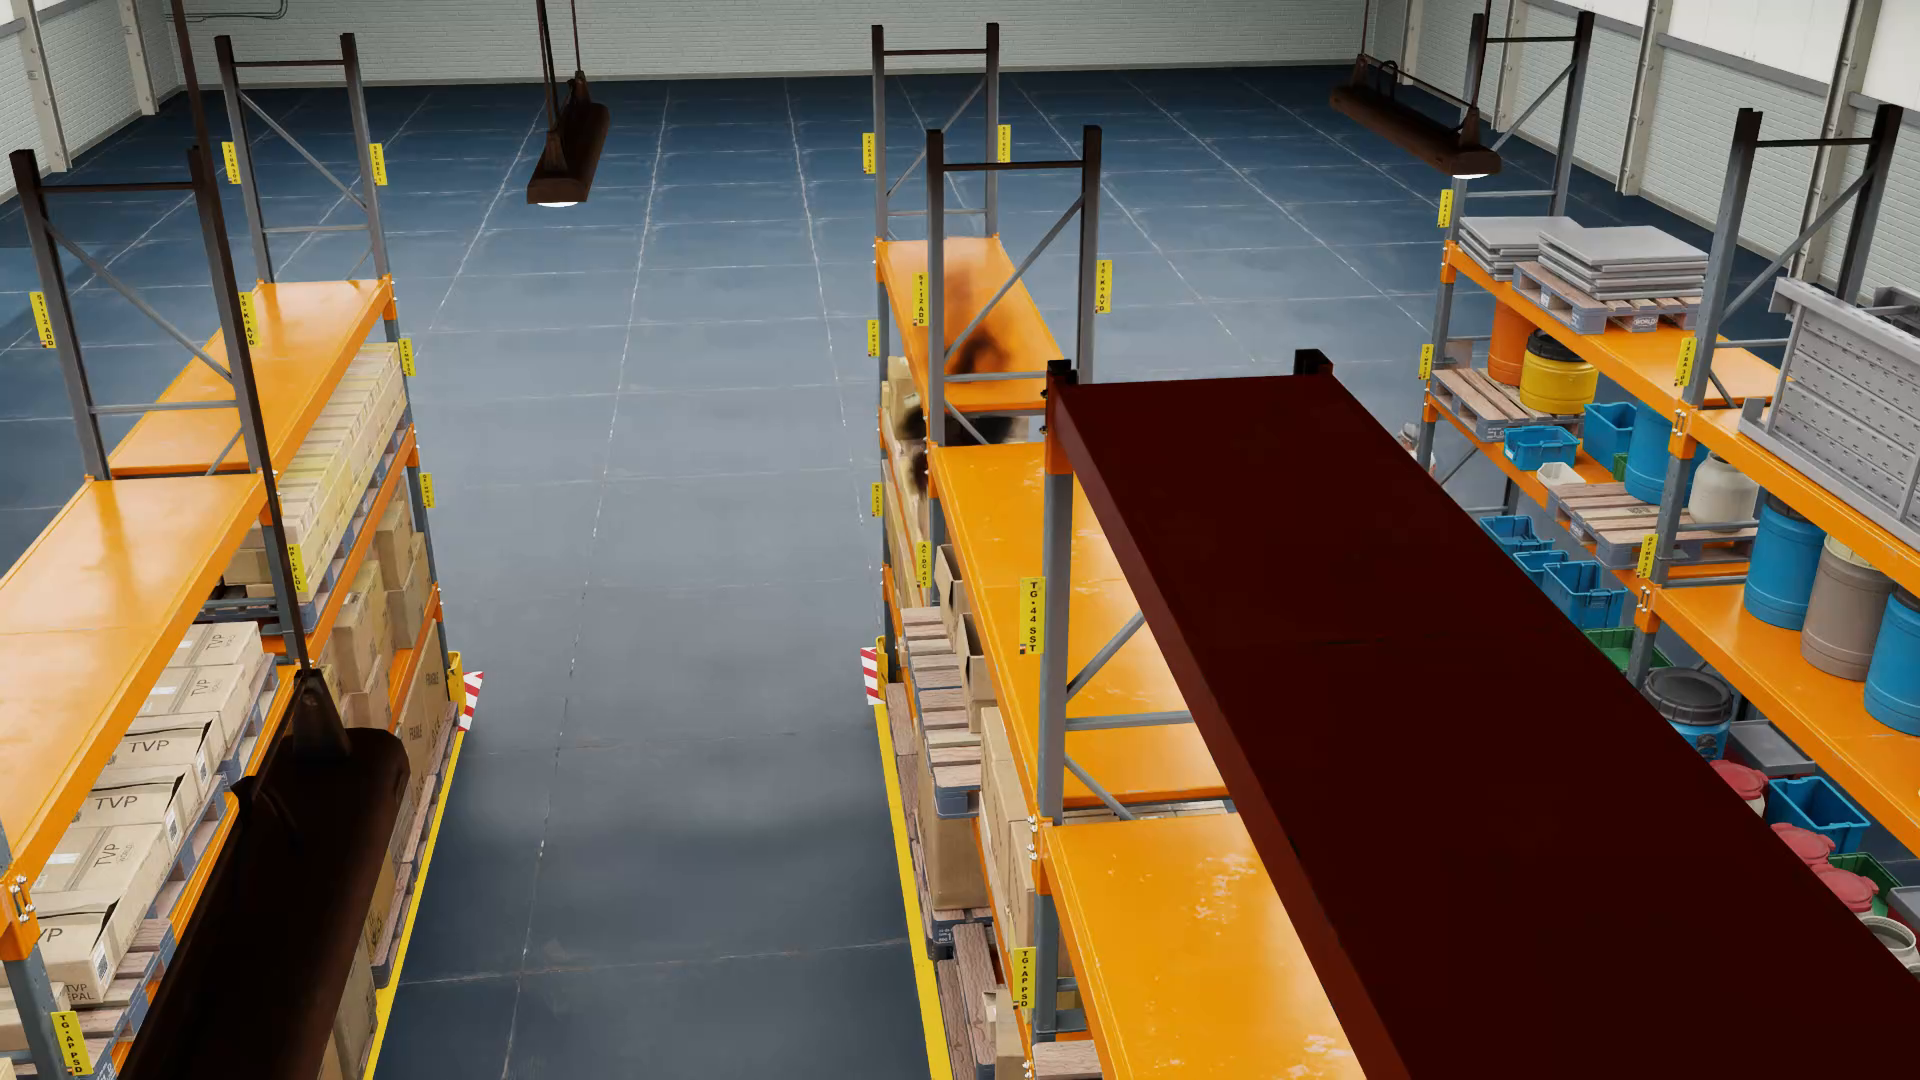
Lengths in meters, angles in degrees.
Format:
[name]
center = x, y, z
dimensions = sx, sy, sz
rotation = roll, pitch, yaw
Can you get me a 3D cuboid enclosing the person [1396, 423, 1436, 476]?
[person]
center = 4.570, -0.405, 17.317
dimensions = 0.619, 1.759, 0.646
rotation = 12, 28, 23
